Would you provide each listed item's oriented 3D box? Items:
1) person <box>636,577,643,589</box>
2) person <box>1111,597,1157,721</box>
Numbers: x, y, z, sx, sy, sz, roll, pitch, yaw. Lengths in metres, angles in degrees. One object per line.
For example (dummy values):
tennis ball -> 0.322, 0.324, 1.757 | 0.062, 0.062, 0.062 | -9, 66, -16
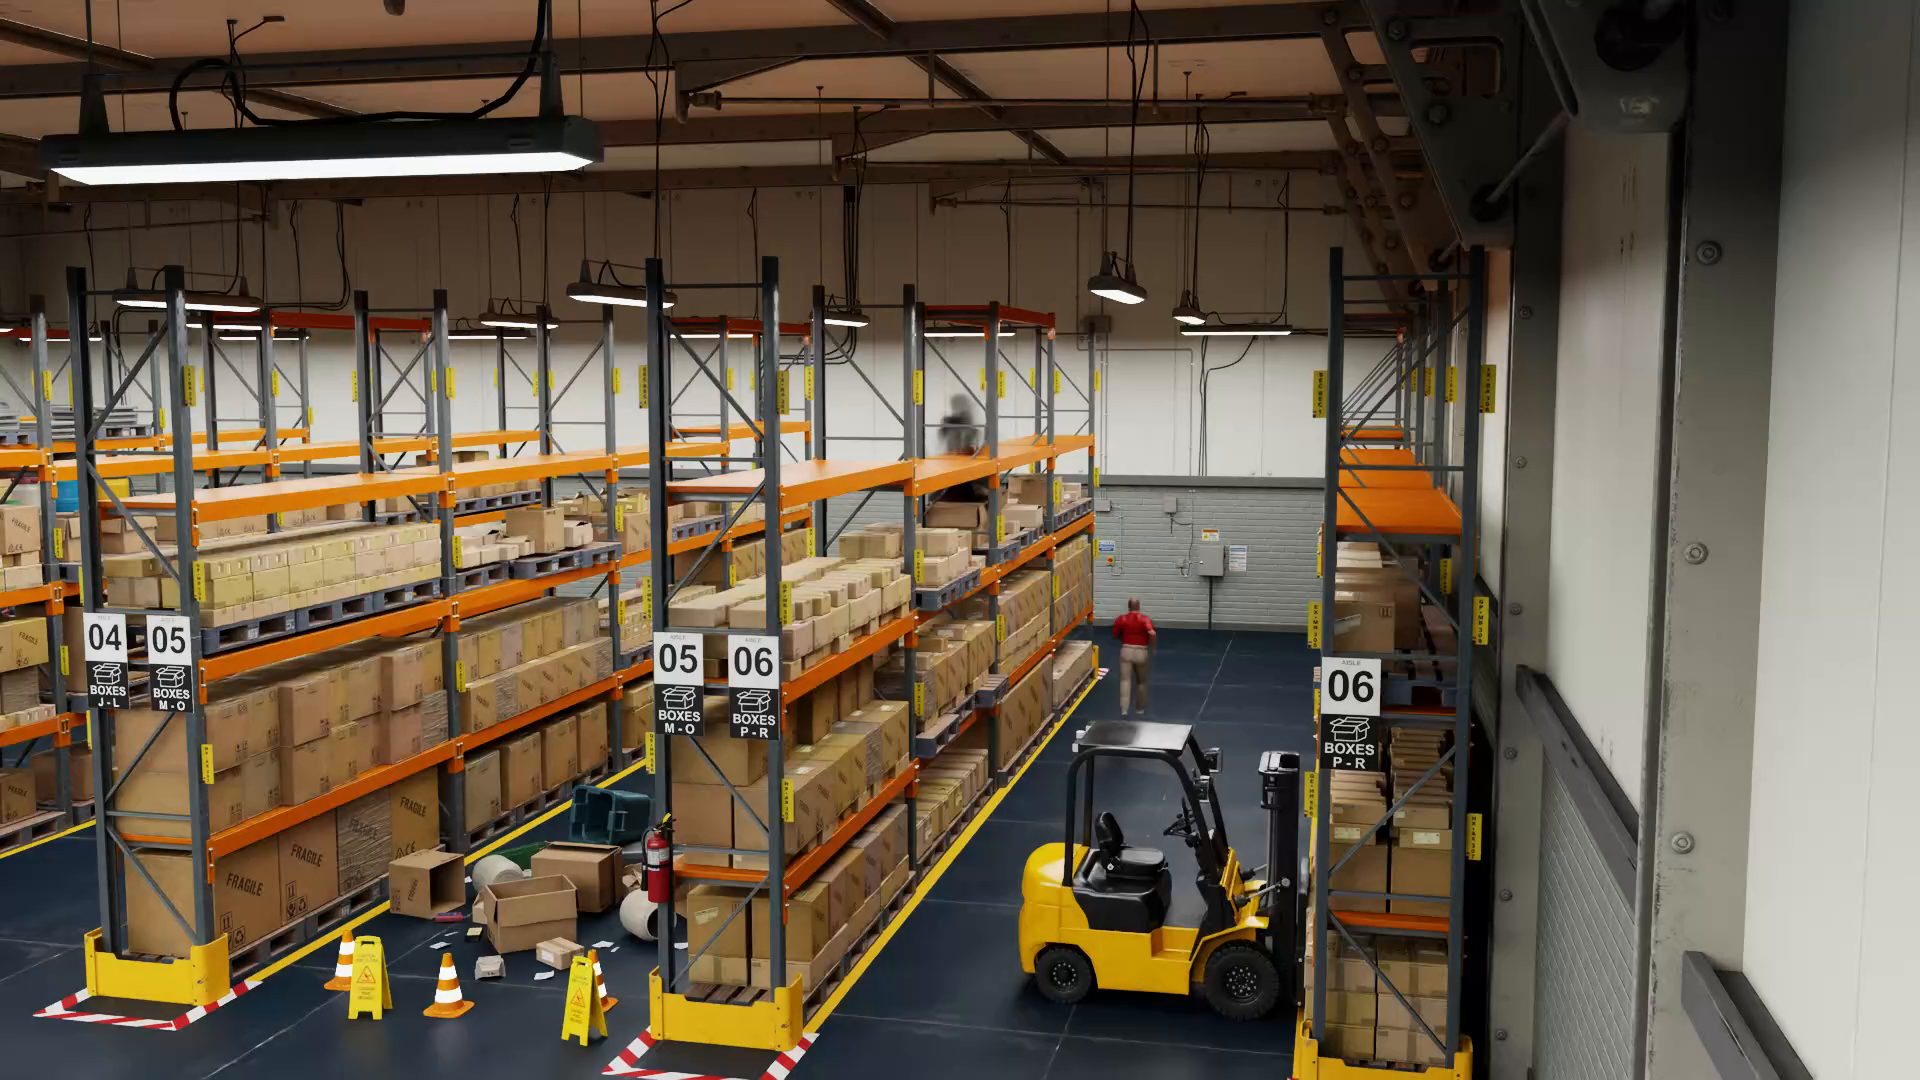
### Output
person -> -5.322, 1.481, 27.880 | 0.706, 1.726, 0.635 | 2, 6, 15
person -> 2.434, 1.672, 23.237 | 0.659, 1.770, 0.922 | 1, 6, 12
